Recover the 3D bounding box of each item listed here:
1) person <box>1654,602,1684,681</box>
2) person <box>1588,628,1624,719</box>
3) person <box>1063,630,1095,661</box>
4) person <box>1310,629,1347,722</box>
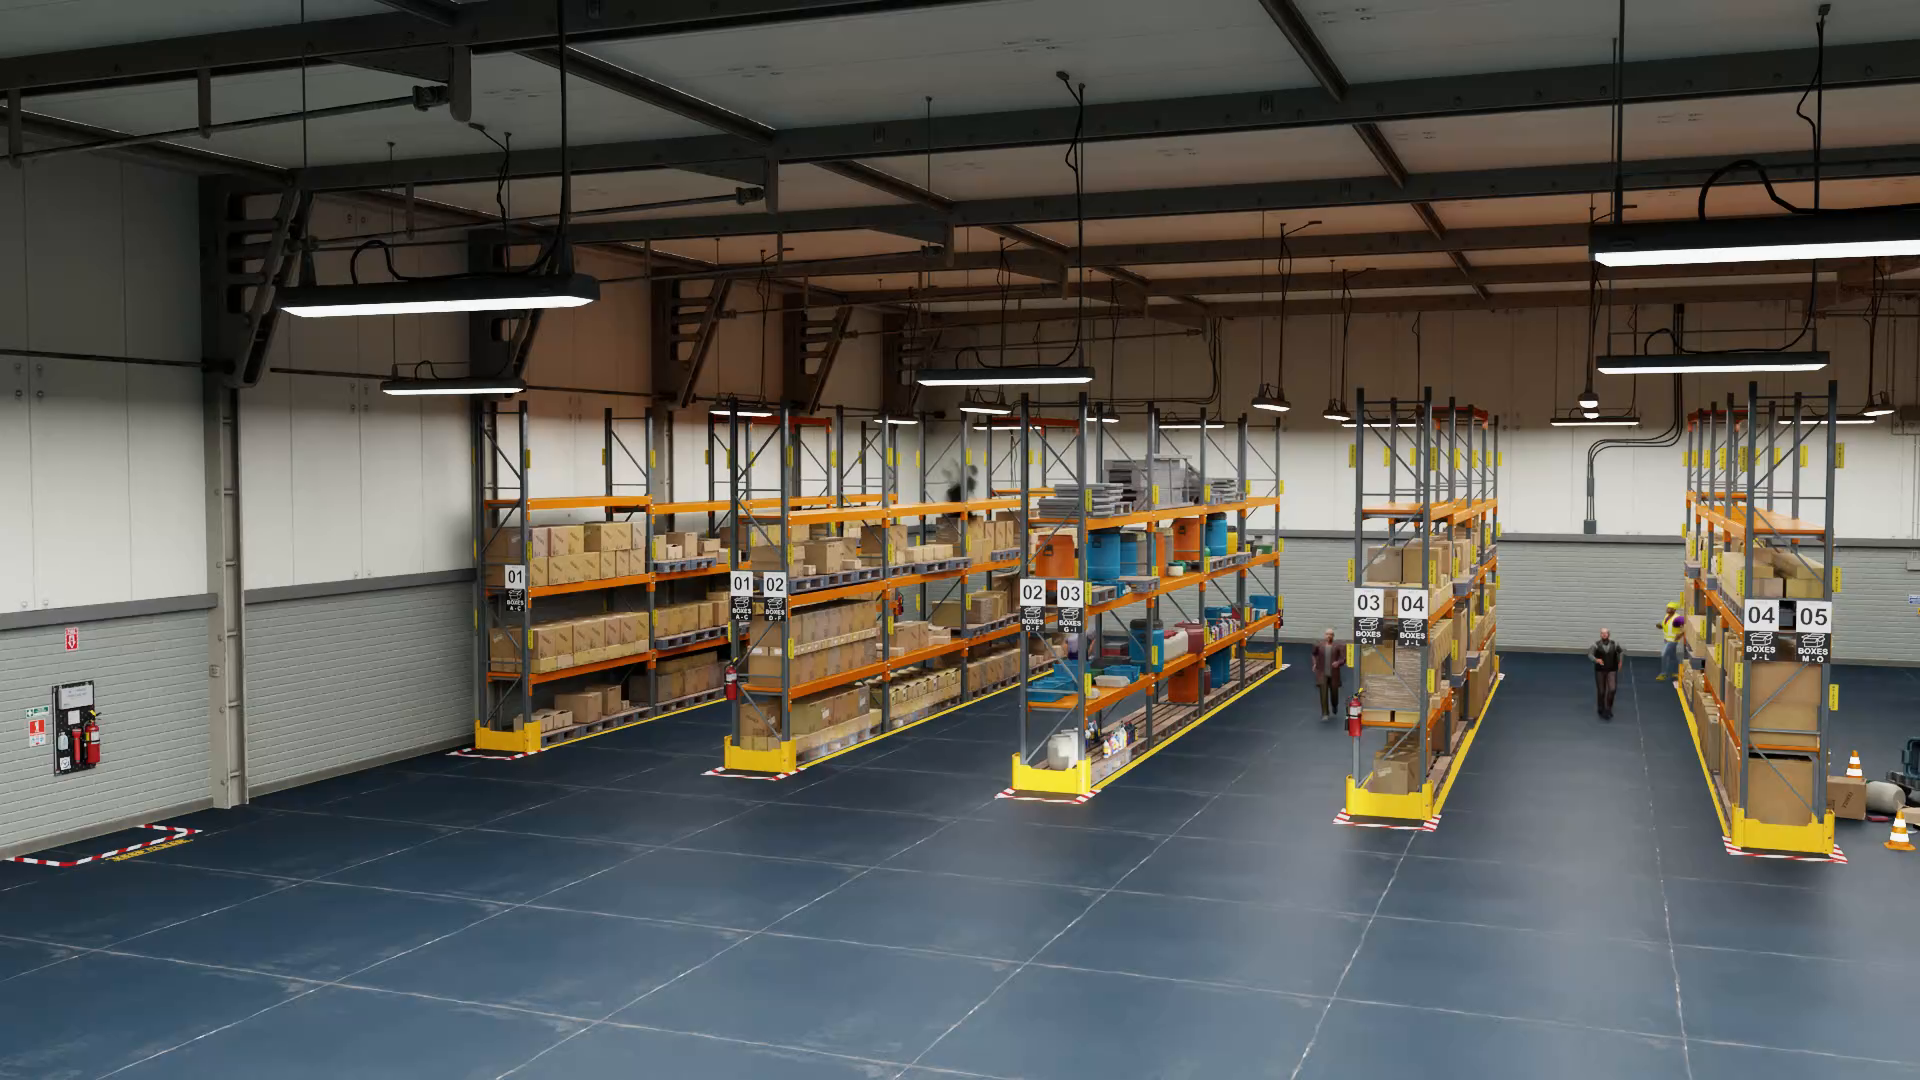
[{"bbox_3d":[16.088,2.300,37.527,0.774,1.821,0.705,0,3,-1],"label":"person"},{"bbox_3d":[12.540,2.589,32.291,0.661,1.745,0.707,1,3,20],"label":"person"},{"bbox_3d":[2.289,2.324,32.329,0.614,1.666,0.834,1,3,21],"label":"person"},{"bbox_3d":[7.057,2.578,31.877,0.720,1.745,0.897,1,3,17],"label":"person"}]
